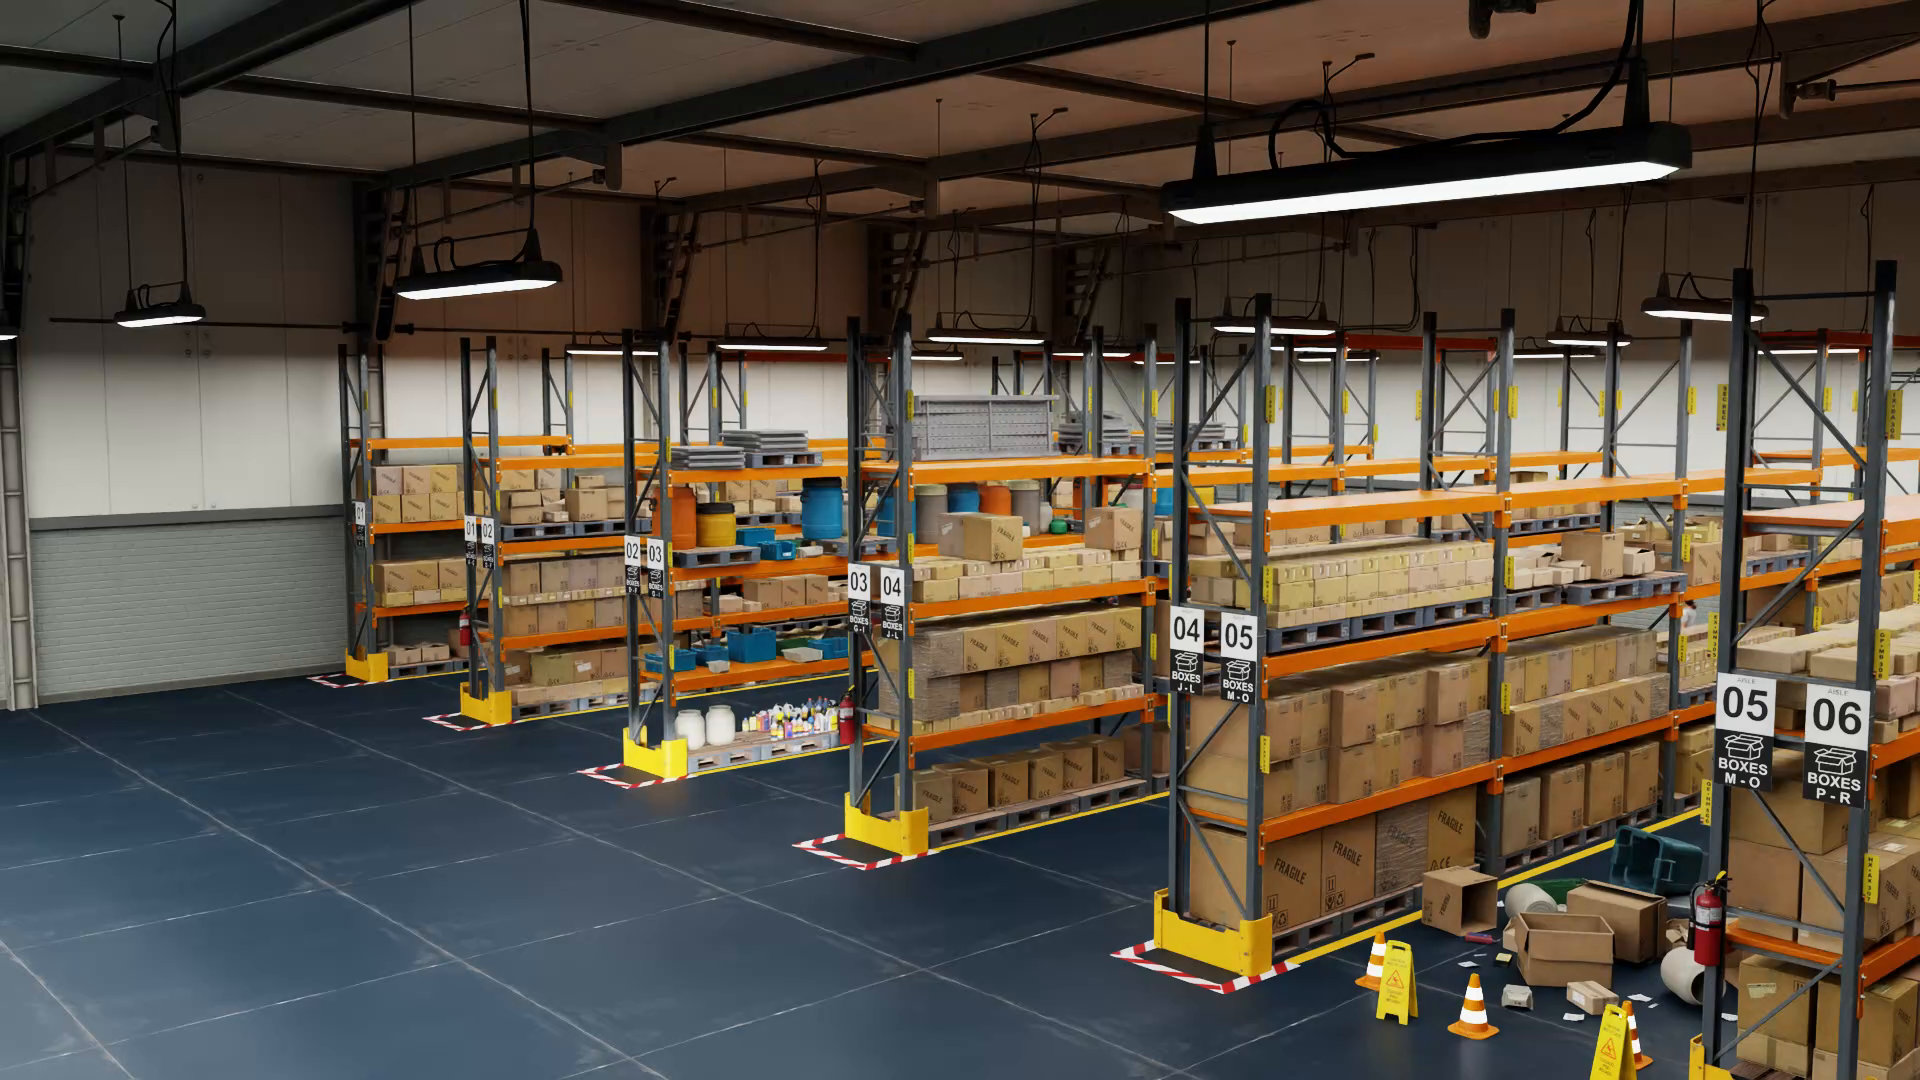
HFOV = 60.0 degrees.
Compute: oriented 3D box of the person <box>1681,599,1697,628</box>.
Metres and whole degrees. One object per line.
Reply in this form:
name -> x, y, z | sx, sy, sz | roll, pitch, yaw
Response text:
person -> 12.550, 1.767, 28.751 | 0.462, 1.686, 0.633 | -2, 6, -26
